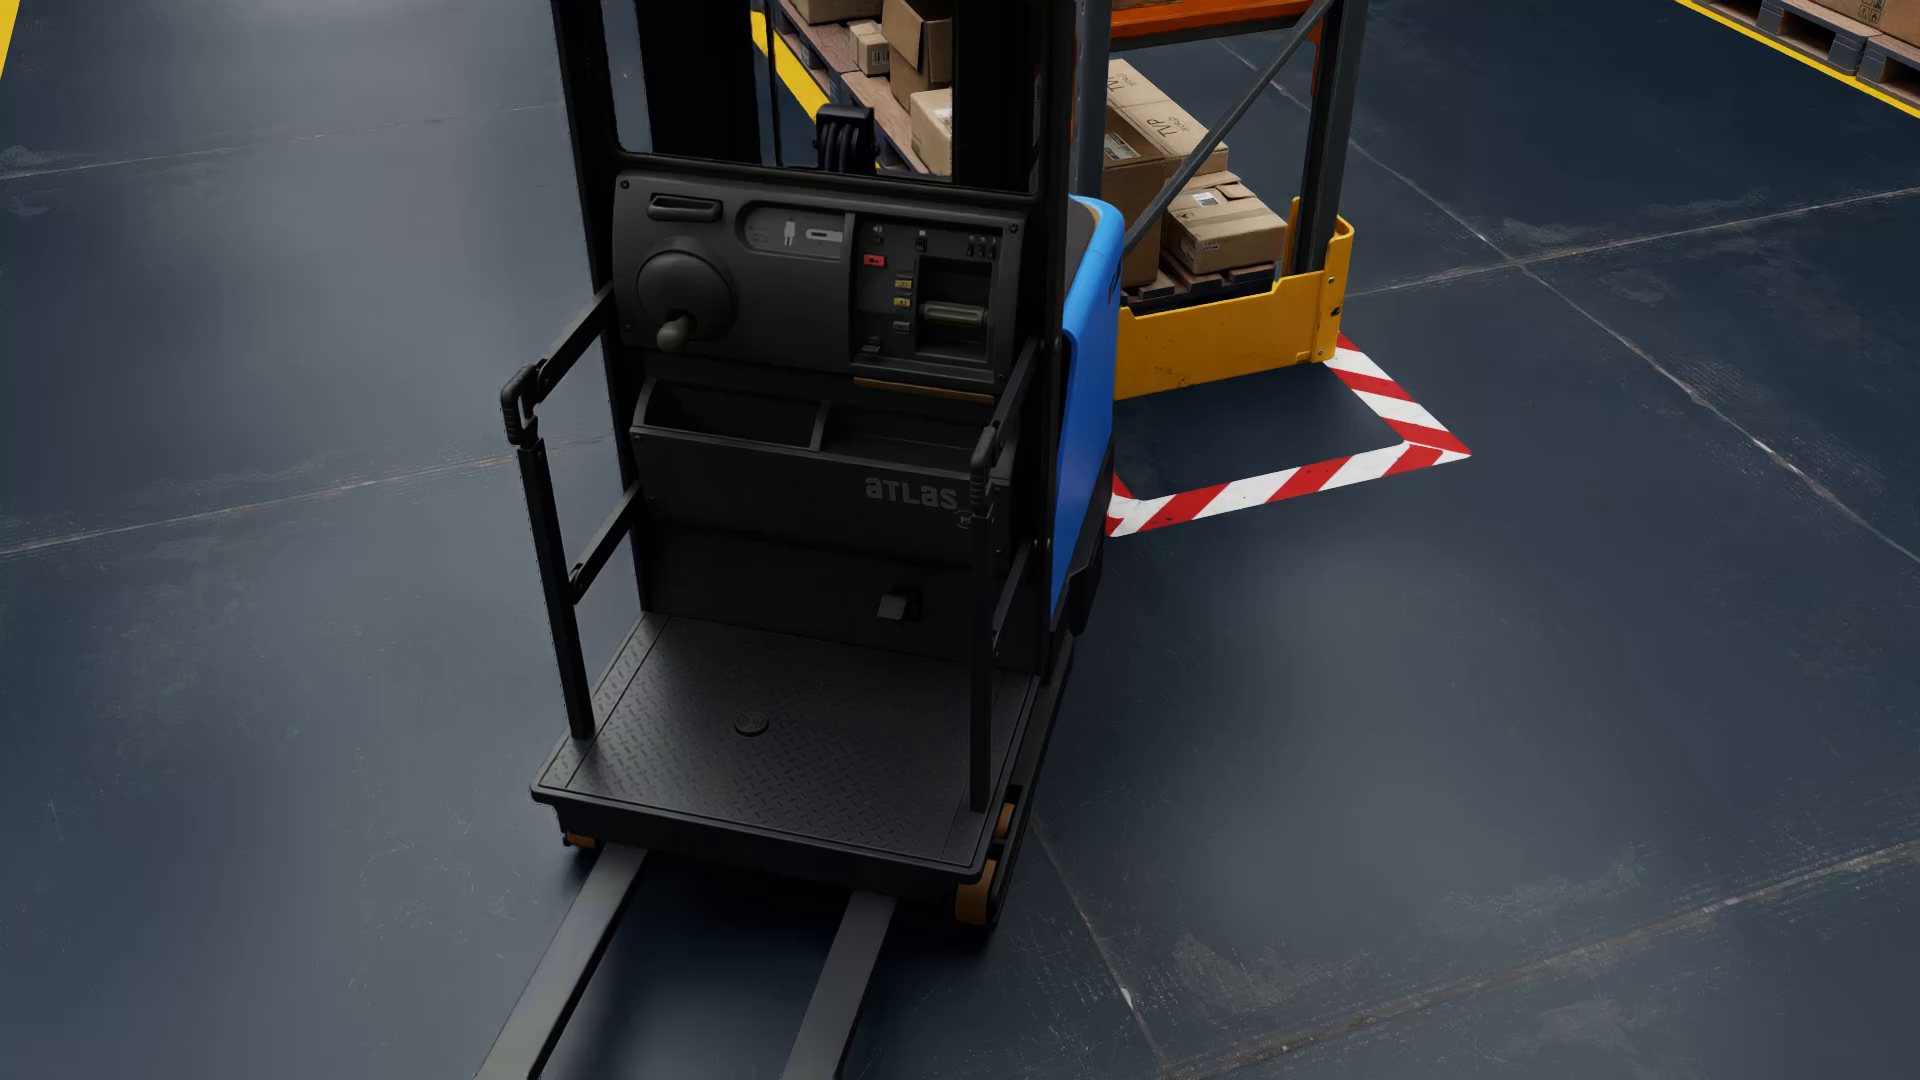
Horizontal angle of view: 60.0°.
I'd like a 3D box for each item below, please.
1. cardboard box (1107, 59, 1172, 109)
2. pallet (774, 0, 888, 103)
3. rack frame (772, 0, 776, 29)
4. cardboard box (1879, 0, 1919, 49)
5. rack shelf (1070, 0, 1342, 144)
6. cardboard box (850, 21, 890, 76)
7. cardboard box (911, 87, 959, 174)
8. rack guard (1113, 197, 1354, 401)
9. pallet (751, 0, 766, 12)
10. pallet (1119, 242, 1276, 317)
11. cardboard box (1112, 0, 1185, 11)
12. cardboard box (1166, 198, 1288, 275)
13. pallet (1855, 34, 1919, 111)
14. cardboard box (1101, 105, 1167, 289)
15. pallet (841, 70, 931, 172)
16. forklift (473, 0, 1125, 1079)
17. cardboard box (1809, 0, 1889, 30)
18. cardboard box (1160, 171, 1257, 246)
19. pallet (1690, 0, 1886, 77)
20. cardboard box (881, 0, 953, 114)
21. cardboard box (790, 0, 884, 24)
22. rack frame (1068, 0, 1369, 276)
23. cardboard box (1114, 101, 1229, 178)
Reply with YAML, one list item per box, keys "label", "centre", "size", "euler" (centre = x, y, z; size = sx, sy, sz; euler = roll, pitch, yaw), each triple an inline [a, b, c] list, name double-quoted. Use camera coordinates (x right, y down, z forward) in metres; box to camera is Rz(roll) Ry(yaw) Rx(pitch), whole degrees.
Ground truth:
- label: "cardboard box"
  centre: [0.564, -1.814, 7.085]
  size: [0.500, 0.250, 0.500]
  euler: [-12, 39, -16]
- label: "pallet"
  centre: [-0.312, -2.563, 8.478]
  size: [1.003, 0.211, 1.213]
  euler: [-12, 39, -16]
- label: "rack frame"
  centre: [-0.548, -4.066, 8.154]
  size: [1.000, 3.000, 0.127]
  euler: [-12, 39, -16]
- label: "cardboard box"
  centre: [4.972, -2.660, 8.017]
  size: [0.700, 0.500, 0.500]
  euler: [-13, 39, -16]
- label: "rack shelf"
  centre: [0.141, -2.648, 6.871]
  size: [1.077, 0.370, 4.000]
  euler: [-12, 39, -16]
- label: "cardboard box"
  centre: [-0.299, -2.341, 7.854]
  size: [0.380, 0.166, 0.250]
  euler: [-12, 39, -16]
- label: "cardboard box"
  centre: [0.112, -1.682, 6.910]
  size: [0.500, 0.250, 0.500]
  euler: [-12, 39, -16]
- label: "rack guard"
  centre: [0.803, -0.850, 5.963]
  size: [1.175, 0.500, 0.348]
  euler: [-12, 39, -16]
- label: "pallet"
  centre: [-0.863, -3.403, 9.593]
  size: [1.003, 0.211, 1.213]
  euler: [-12, 39, -16]
- label: "pallet"
  centre: [0.527, -1.185, 6.648]
  size: [1.003, 0.211, 1.213]
  euler: [-12, 39, -16]
- label: "cardboard box"
  centre: [0.419, -2.042, 5.385]
  size: [0.500, 0.500, 0.500]
  euler: [-11, 38, -15]
- label: "cardboard box"
  centre: [1.007, -1.151, 6.288]
  size: [0.380, 0.149, 0.250]
  euler: [-12, 39, -16]
- label: "pallet"
  centre: [5.130, -2.155, 7.936]
  size: [1.003, 0.211, 1.213]
  euler: [-12, 39, -16]
- label: "cardboard box"
  centre: [0.410, -1.239, 6.114]
  size: [0.500, 0.500, 0.500]
  euler: [-12, 39, -16]
- label: "pallet"
  centre: [0.111, -1.873, 7.562]
  size: [1.003, 0.211, 1.213]
  euler: [-12, 39, -16]
- label: "forklift"
  centre: [-0.370, -0.500, 3.478]
  size: [1.130, 2.935, 3.031]
  euler: [9, 38, 11]
- label: "cardboard box"
  centre: [4.798, -2.944, 8.394]
  size: [0.700, 0.500, 0.500]
  euler: [-14, 39, -17]
- label: "cardboard box"
  centre: [0.921, -1.299, 6.470]
  size: [0.380, 0.166, 0.250]
  euler: [-12, 39, -16]
- label: "pallet"
  centre: [4.714, -2.843, 8.849]
  size: [1.003, 0.211, 1.213]
  euler: [-12, 39, -16]
- label: "cardboard box"
  centre: [0.104, -2.184, 7.365]
  size: [0.797, 0.503, 0.637]
  euler: [-12, 39, -16]
- label: "cardboard box"
  centre: [-0.606, -2.885, 8.457]
  size: [0.500, 0.311, 0.500]
  euler: [-12, 39, -16]
- label: "rack frame"
  centre: [0.829, -1.806, 5.154]
  size: [1.000, 3.000, 0.127]
  euler: [-12, 39, -16]
- label: "cardboard box"
  centre: [0.736, -1.532, 6.710]
  size: [0.500, 0.250, 0.500]
  euler: [-12, 39, -16]
